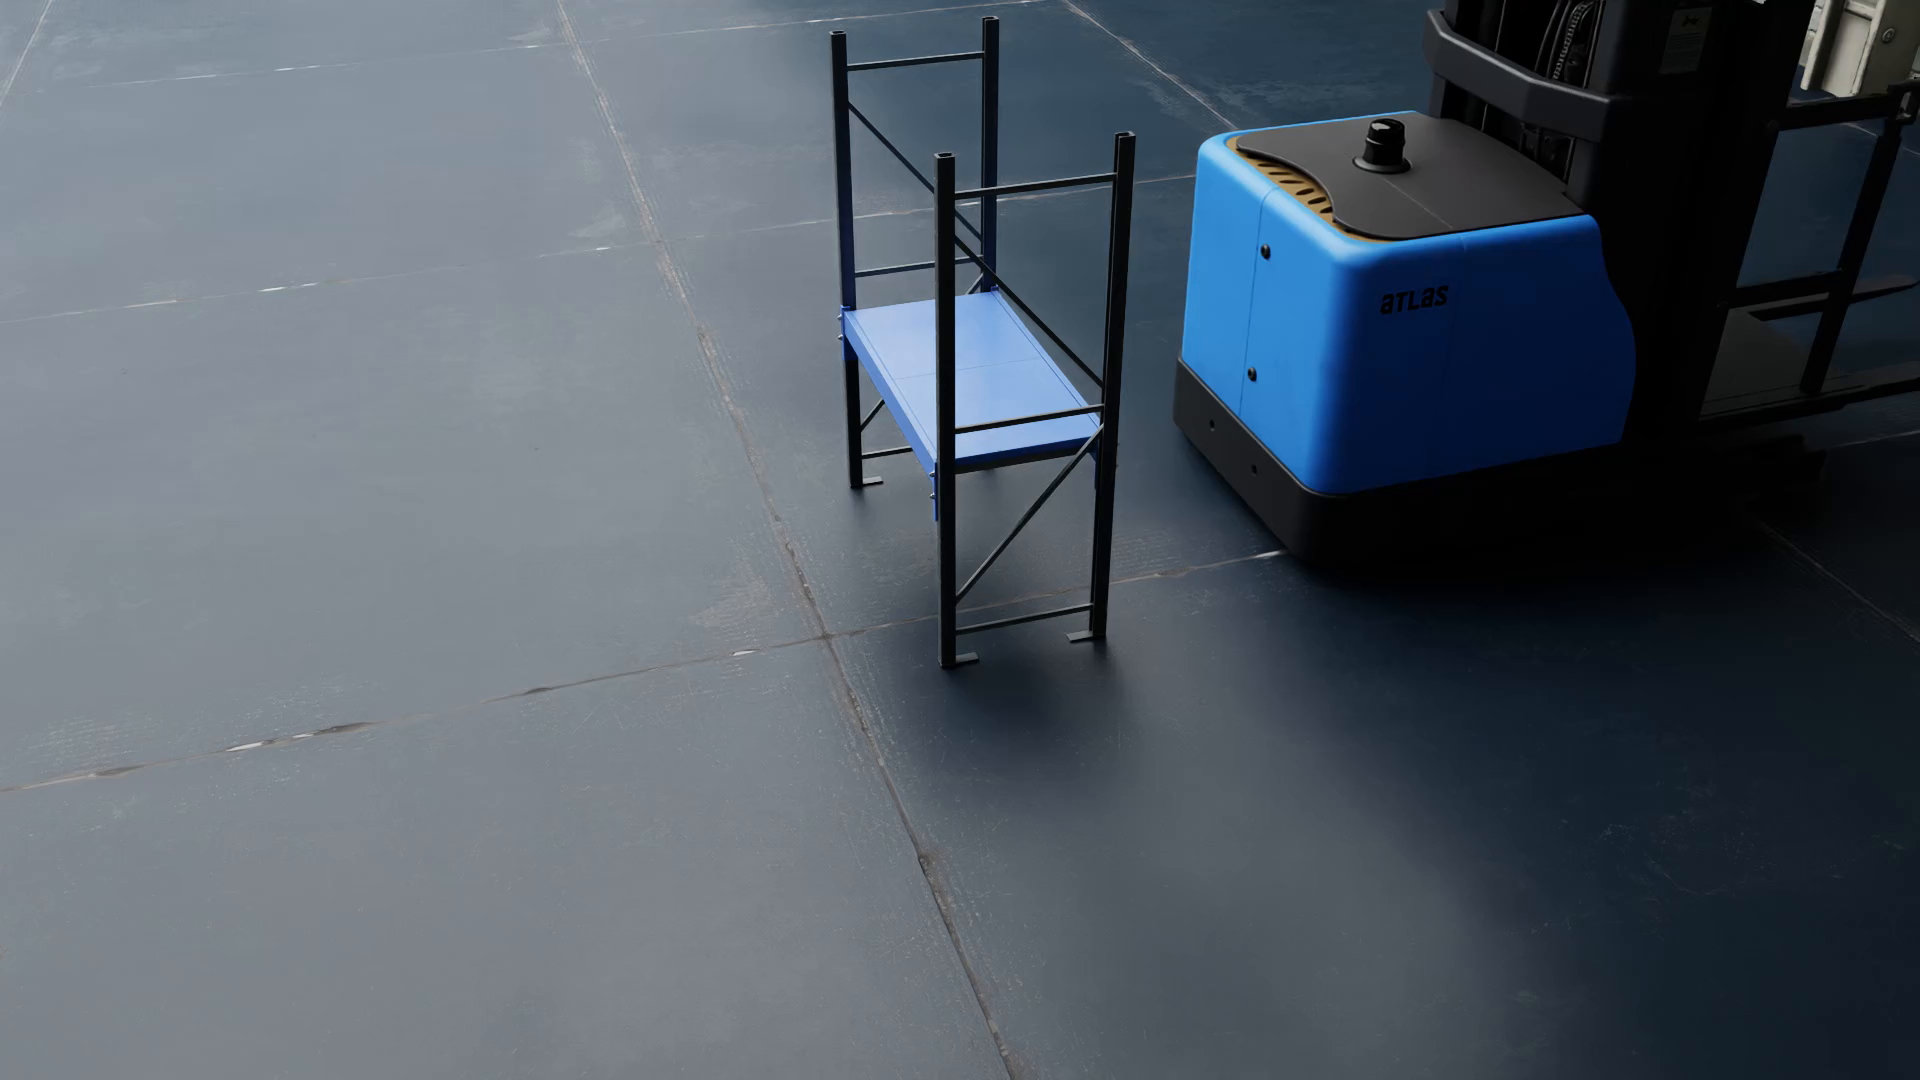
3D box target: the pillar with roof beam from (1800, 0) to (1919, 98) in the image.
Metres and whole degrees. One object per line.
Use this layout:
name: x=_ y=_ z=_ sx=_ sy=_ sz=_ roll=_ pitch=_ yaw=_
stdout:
pillar with roof beam: x=0.615 y=-5.387 z=5.240 sx=9.100 sy=9.000 sz=0.400 roll=-10 pitch=35 yaw=-15

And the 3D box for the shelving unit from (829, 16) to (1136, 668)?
shelving unit: x=0.026 y=-0.581 z=4.769 sx=0.538 sy=1.500 sz=1.048 roll=-10 pitch=35 yaw=-15

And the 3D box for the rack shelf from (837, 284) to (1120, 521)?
rack shelf: x=0.026 y=-0.431 z=4.868 sx=0.538 sy=0.185 sz=1.000 roll=-10 pitch=35 yaw=-15

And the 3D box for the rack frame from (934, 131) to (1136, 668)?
rack frame: x=0.181 y=-0.314 z=4.365 sx=0.500 sy=1.500 sz=0.032 roll=-10 pitch=35 yaw=-15

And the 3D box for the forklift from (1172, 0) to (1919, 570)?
forklift: x=2.309 y=-1.611 z=5.029 sx=3.031 sy=2.935 sz=1.130 roll=-10 pitch=35 yaw=-15

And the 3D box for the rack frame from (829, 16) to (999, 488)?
rack frame: x=-0.129 y=-0.848 z=5.173 sx=0.500 sy=1.500 sz=0.032 roll=-10 pitch=35 yaw=-15
